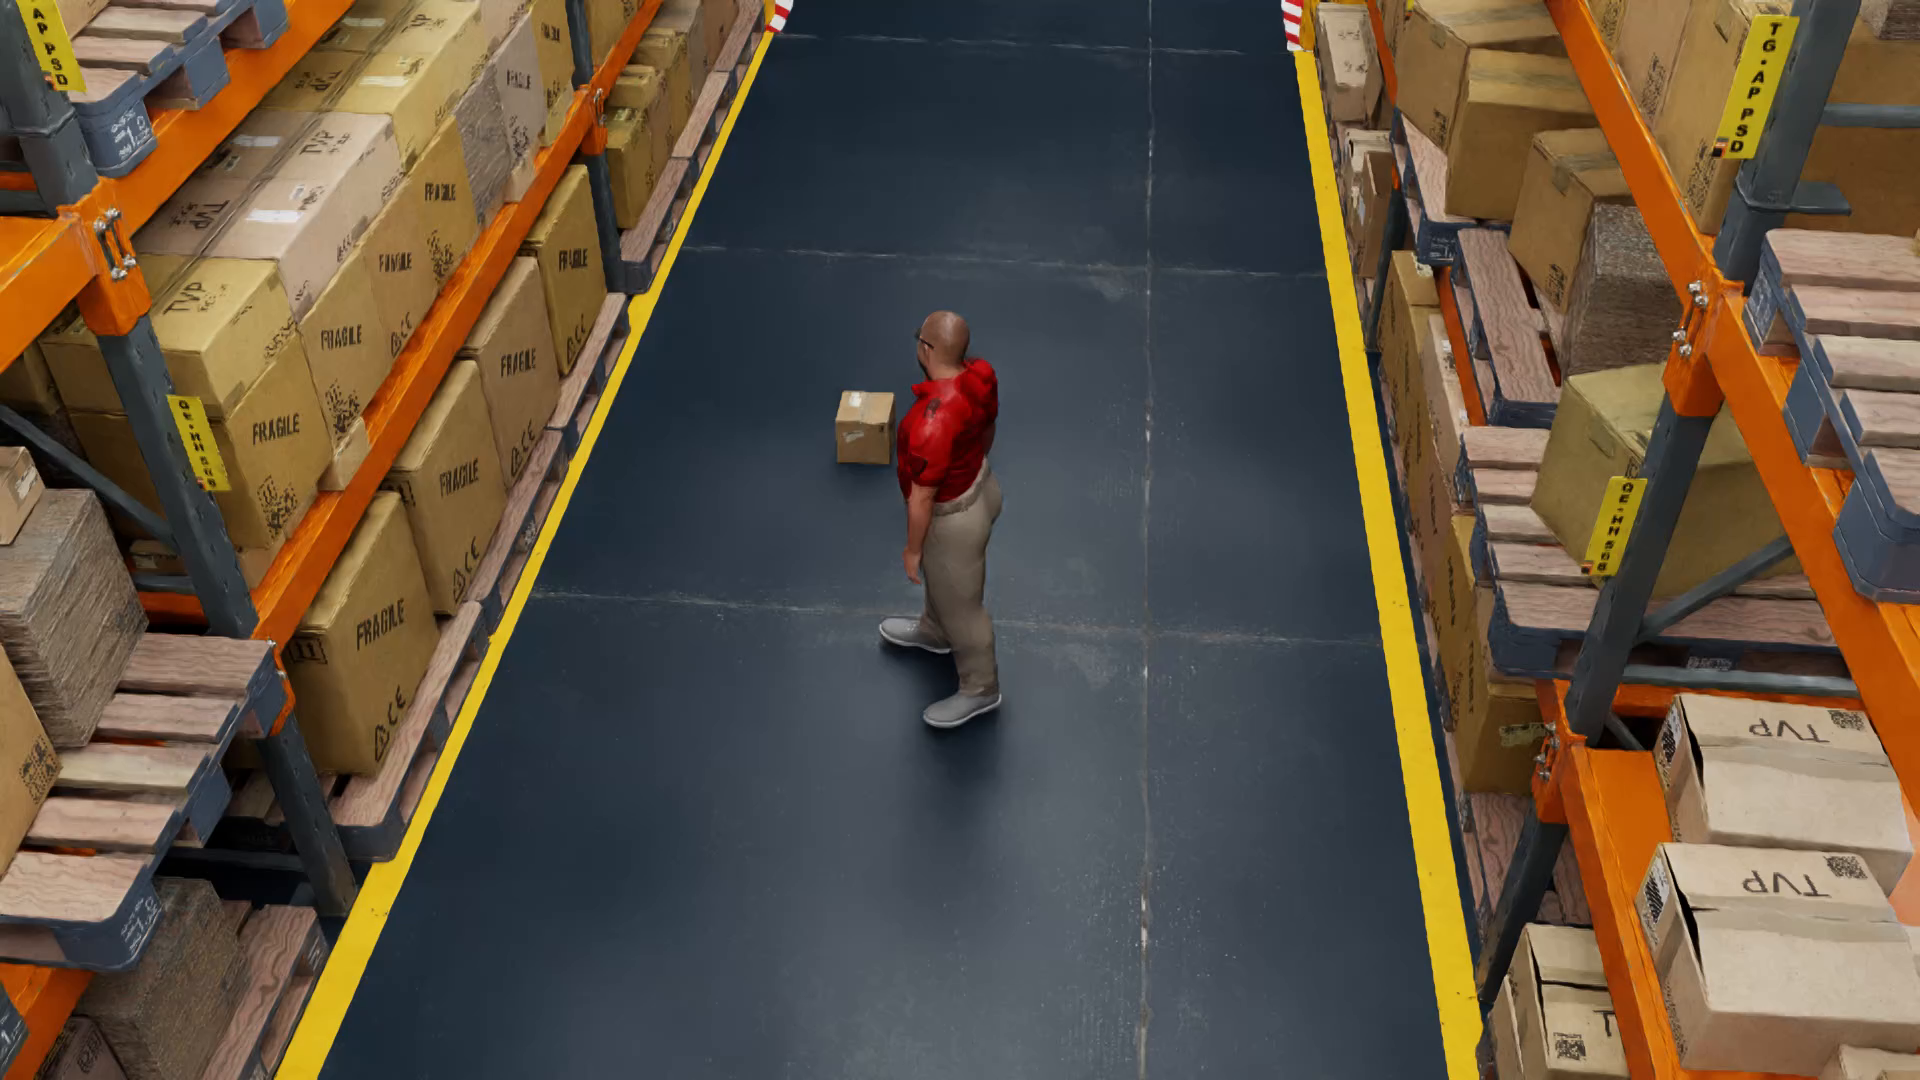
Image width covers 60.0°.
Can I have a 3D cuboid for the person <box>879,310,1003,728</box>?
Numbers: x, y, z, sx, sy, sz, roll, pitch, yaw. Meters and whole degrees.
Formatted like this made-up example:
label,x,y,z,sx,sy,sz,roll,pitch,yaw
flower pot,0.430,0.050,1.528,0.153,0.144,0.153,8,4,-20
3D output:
label,x,y,z,sx,sy,sz,roll,pitch,yaw
person,-0.084,-0.133,6.294,0.599,1.721,0.666,11,41,13
